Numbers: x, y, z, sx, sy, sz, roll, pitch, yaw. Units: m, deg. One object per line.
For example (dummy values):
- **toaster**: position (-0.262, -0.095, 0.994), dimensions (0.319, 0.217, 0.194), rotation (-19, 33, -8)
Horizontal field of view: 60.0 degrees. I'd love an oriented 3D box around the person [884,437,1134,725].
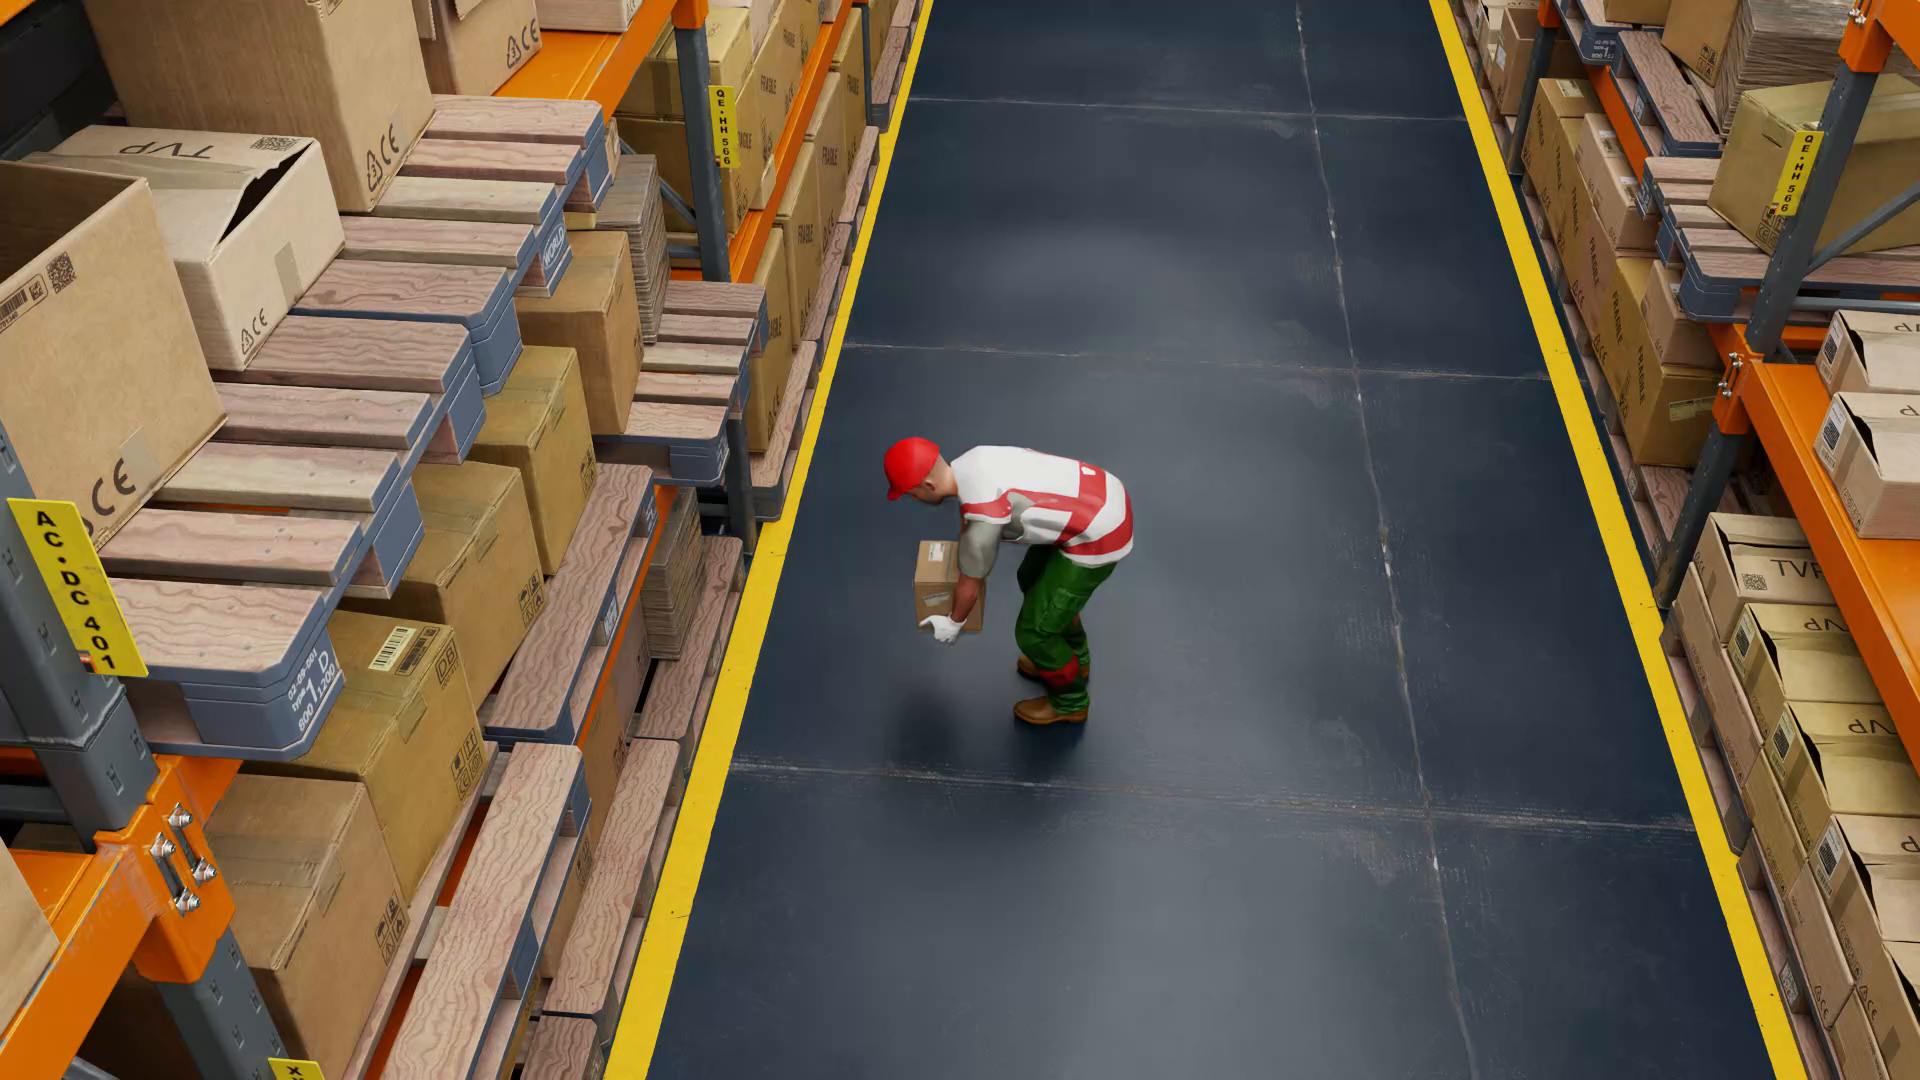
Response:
- **person**: position (0.186, 0.133, 6.390), dimensions (0.928, 1.257, 0.509), rotation (2, 40, 2)
